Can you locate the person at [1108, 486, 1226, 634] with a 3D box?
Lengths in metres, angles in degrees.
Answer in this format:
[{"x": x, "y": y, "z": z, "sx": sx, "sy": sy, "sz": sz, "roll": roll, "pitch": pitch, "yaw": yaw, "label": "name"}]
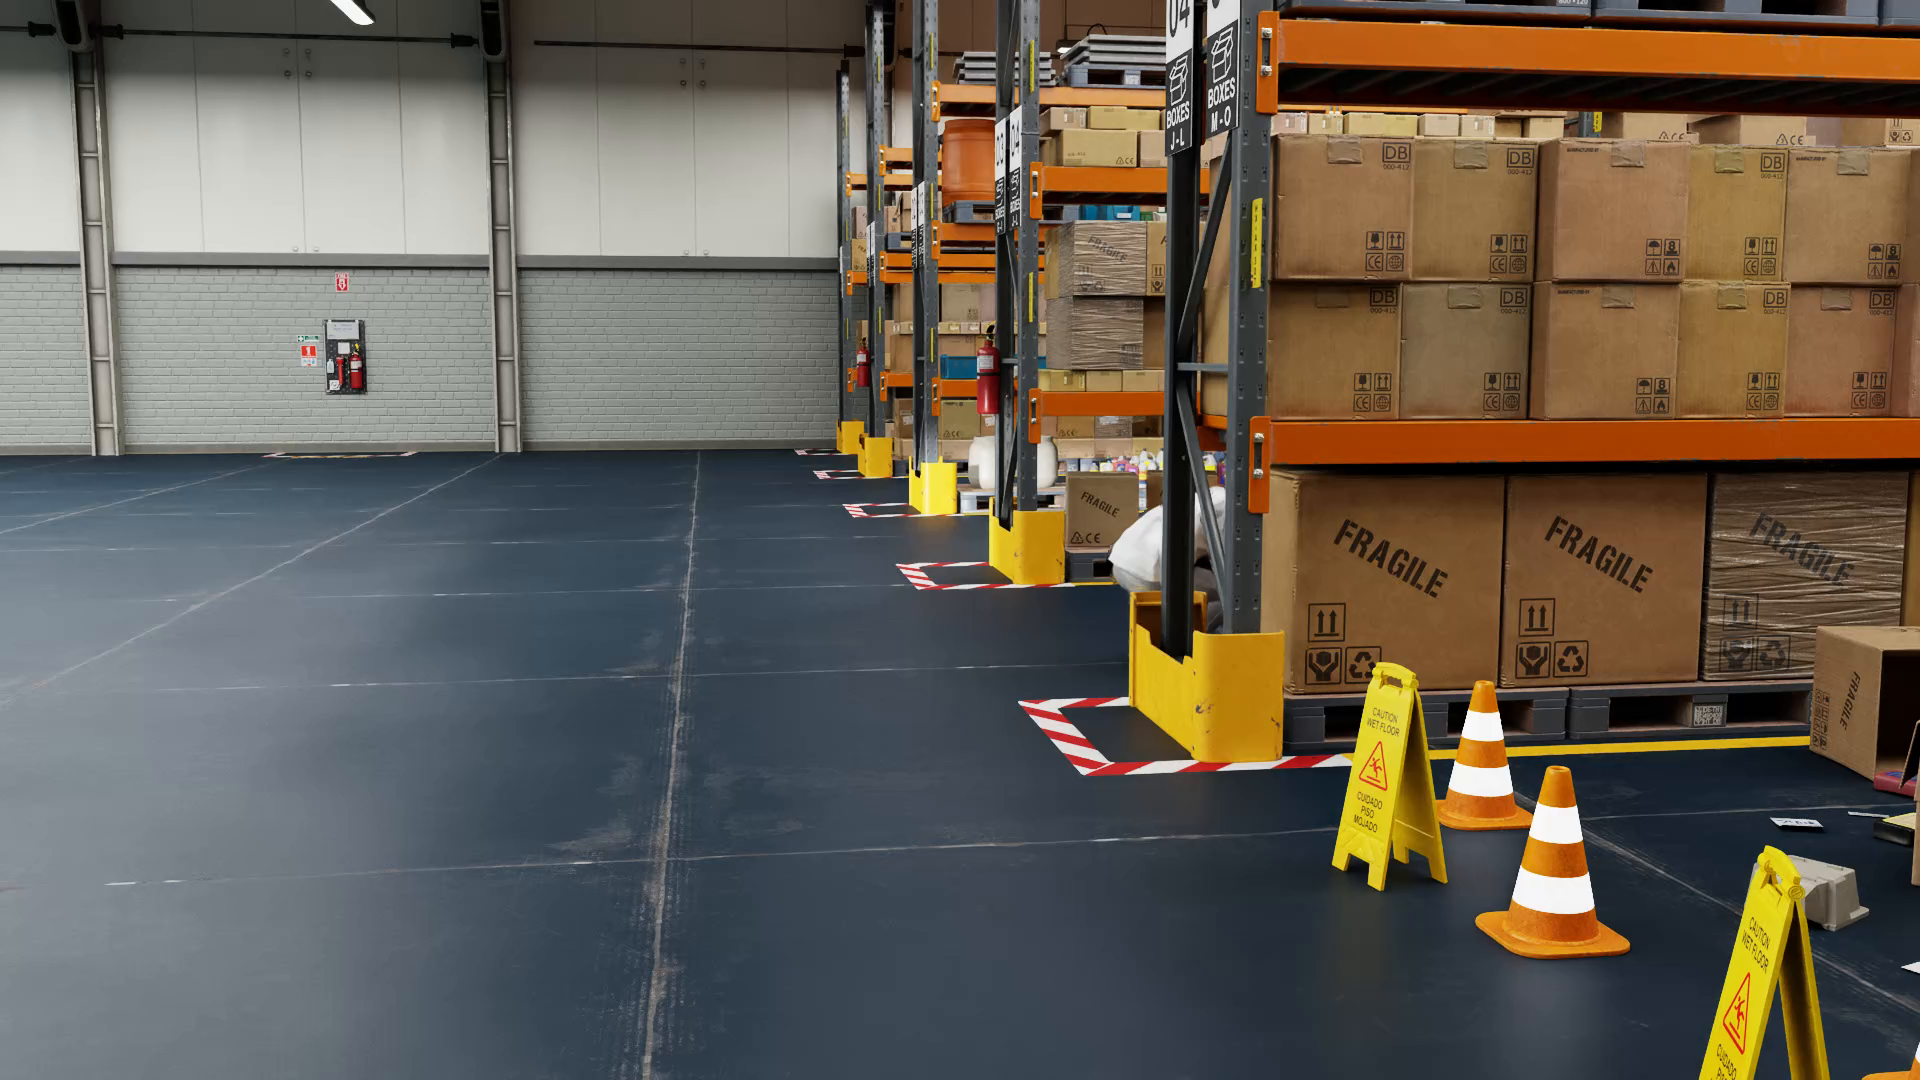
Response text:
[{"x": 1.201, "y": 0.120, "z": 8.471, "sx": 0.878, "sy": 1.015, "sz": 0.507, "roll": -1, "pitch": 7, "yaw": -10, "label": "person"}]
